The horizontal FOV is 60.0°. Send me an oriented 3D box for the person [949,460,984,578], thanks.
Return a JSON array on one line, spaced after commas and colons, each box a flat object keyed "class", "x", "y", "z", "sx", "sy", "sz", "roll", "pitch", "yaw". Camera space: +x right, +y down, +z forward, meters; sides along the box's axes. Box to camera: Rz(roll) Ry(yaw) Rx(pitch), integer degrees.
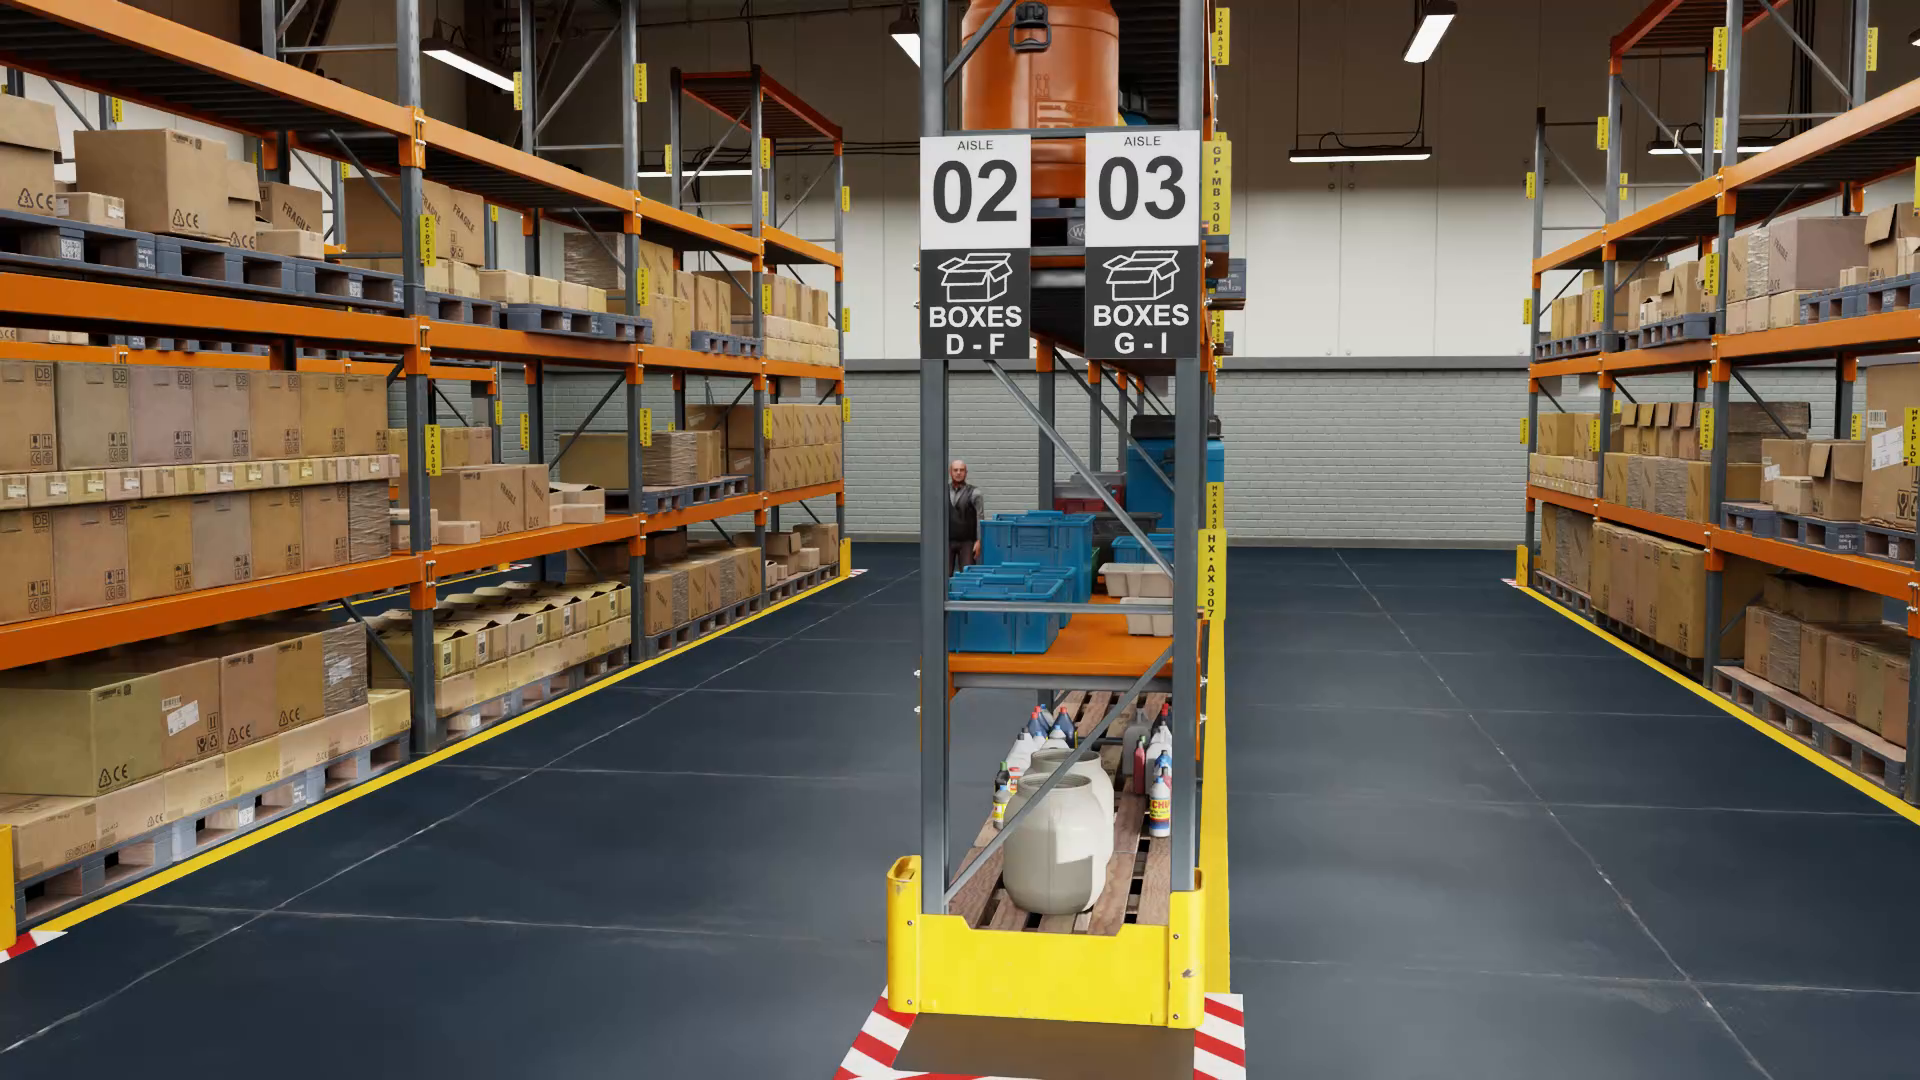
[{"class": "person", "x": -0.019, "y": 0.097, "z": 16.928, "sx": 0.530, "sy": 1.636, "sz": 0.352, "roll": 1, "pitch": 4, "yaw": 10}]
